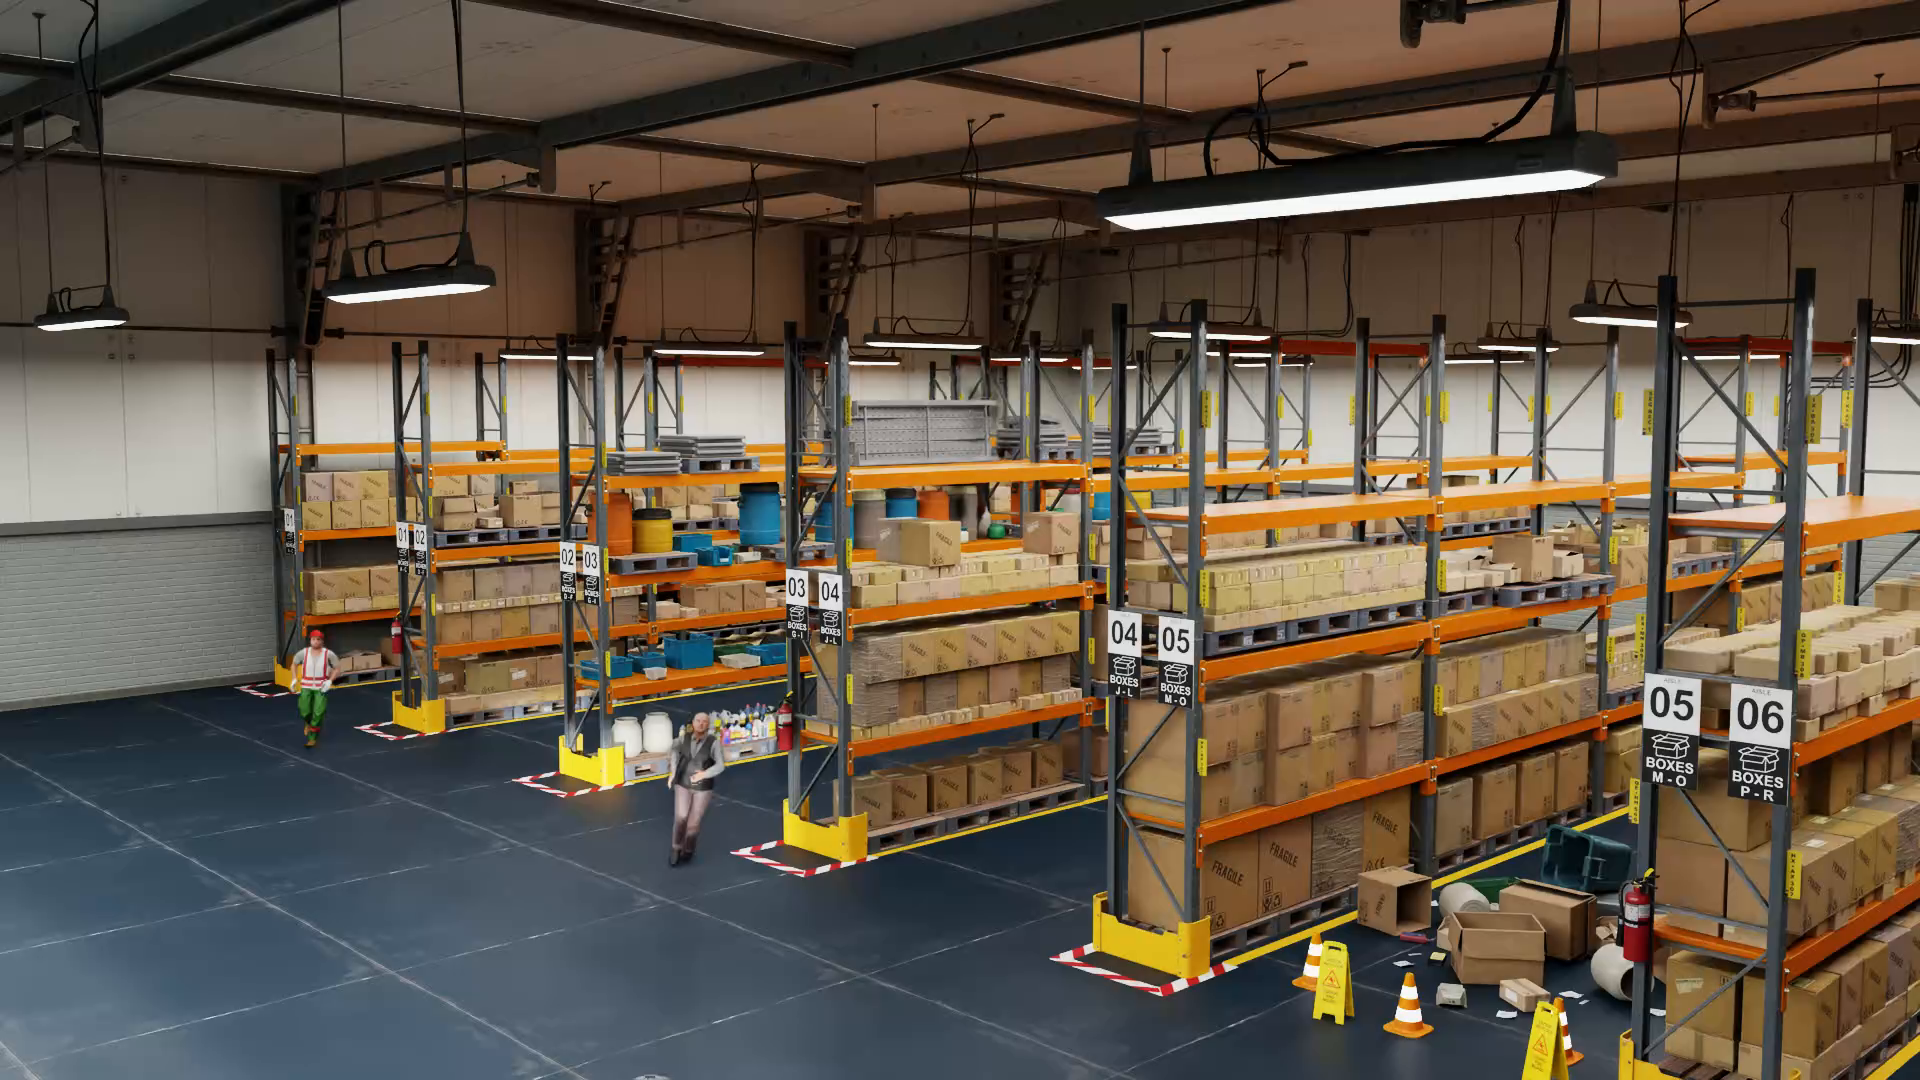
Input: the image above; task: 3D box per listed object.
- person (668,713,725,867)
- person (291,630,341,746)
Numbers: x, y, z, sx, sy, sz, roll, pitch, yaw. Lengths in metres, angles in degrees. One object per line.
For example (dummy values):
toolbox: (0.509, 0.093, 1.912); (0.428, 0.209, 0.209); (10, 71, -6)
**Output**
person: (-2.898, 2.731, 18.263); (0.639, 1.670, 0.677); (0, 5, -3)
person: (-9.517, 2.184, 24.584); (0.689, 1.736, 0.565); (-1, 5, -15)
